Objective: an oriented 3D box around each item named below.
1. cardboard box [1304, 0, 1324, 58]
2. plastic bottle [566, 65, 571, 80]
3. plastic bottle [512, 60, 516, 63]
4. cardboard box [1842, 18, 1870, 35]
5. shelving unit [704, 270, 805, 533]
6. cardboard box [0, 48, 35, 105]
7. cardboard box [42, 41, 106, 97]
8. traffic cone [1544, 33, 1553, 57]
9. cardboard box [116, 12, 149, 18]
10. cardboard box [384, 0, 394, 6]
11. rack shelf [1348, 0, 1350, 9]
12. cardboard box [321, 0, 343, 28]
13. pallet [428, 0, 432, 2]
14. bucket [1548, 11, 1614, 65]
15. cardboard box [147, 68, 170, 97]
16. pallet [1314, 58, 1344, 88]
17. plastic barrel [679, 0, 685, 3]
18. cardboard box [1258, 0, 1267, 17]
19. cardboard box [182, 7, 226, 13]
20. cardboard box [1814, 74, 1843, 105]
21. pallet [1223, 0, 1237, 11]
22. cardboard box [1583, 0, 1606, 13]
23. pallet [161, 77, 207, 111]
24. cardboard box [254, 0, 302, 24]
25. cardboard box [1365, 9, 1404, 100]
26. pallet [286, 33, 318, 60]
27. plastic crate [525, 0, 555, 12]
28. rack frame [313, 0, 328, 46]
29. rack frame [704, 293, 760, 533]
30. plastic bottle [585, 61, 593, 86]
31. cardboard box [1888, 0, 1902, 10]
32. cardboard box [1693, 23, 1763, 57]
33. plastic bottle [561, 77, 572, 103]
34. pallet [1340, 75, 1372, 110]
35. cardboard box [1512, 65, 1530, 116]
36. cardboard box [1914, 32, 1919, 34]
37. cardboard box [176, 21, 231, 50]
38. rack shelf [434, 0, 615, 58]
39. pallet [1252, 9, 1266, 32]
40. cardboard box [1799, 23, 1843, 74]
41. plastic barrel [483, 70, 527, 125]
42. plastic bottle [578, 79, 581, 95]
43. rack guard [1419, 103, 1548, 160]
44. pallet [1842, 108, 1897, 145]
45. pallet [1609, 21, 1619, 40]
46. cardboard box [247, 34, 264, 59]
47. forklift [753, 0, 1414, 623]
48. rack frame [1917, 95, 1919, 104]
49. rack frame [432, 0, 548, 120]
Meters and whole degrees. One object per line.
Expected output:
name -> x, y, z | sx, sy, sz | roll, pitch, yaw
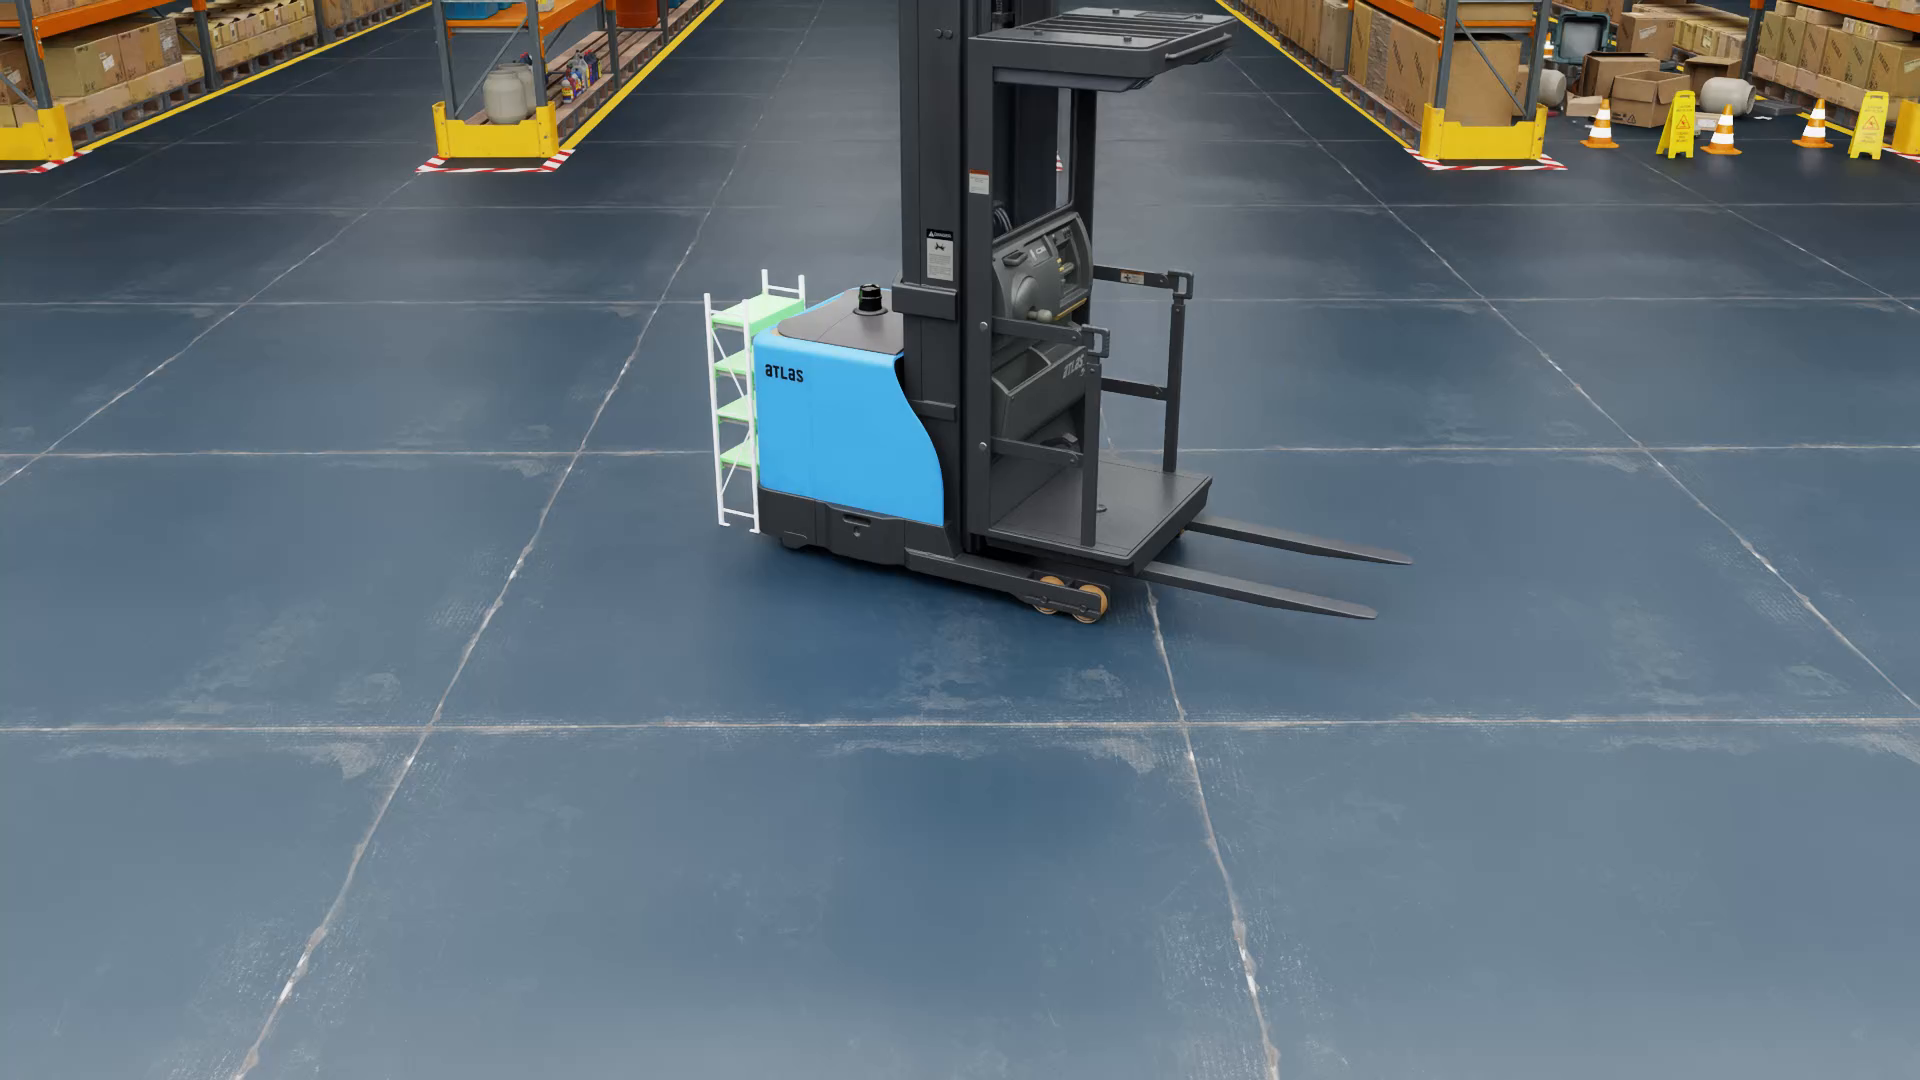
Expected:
cardboard box -> 5.121, -6.739, 21.730 | 1.050, 0.750, 0.750 | 0, 24, -1
plastic bottle -> -4.497, -5.335, 19.169 | 0.061, 0.283, 0.133 | 0, 24, -1
plastic bottle -> -5.089, -5.323, 19.059 | 0.144, 0.351, 0.185 | 0, 24, -1
cardboard box -> 9.875, -5.603, 18.128 | 0.380, 0.149, 0.250 | 1, 24, 2
shelving unit -> -0.996, -0.695, 8.330 | 0.258, 1.200, 0.503 | 12, 27, 25
cardboard box -> -9.902, -4.747, 17.024 | 0.500, 0.500, 0.500 | 0, 24, -1
cardboard box -> -9.390, -4.956, 17.484 | 0.500, 0.500, 0.500 | 0, 24, -1
traffic cone -> 7.756, -6.447, 21.943 | 0.336, 0.463, 0.334 | 0, 24, -1
cardboard box -> -9.950, -5.984, 19.757 | 0.500, 0.500, 0.500 | 0, 24, -1
cardboard box -> -9.441, -8.848, 26.673 | 0.500, 0.500, 0.500 | 0, 24, 0
rack shelf -> 5.202, -7.416, 21.880 | 1.077, 0.370, 4.000 | 0, 24, -1
cardboard box -> -9.405, -7.794, 24.343 | 0.500, 0.500, 0.500 | 1, 24, 2
pallet -> -9.752, -9.709, 29.460 | 1.003, 0.211, 1.213 | 0, 24, -1
bucket -> 7.531, -6.075, 20.170 | 0.726, 0.611, 0.620 | 8, 16, 18
cardboard box -> -9.403, -5.232, 19.006 | 0.500, 0.250, 0.500 | 0, 24, -1
pallet -> 5.140, -5.967, 21.186 | 1.003, 0.211, 1.213 | 0, 24, -1
plastic barrel -> -4.788, -9.224, 27.042 | 0.600, 0.901, 0.708 | 0, 24, -1
cardboard box -> 4.888, -8.322, 25.534 | 0.500, 0.500, 0.500 | -1, 24, -3
cardboard box -> -9.950, -6.883, 21.974 | 0.500, 0.311, 0.500 | -1, 24, -1
cardboard box -> 9.929, -5.035, 18.569 | 0.500, 0.250, 0.500 | -1, 24, -2
pallet -> 5.094, -9.222, 28.384 | 1.003, 0.211, 1.213 | 0, 24, -1
cardboard box -> 10.199, -8.507, 25.489 | 0.875, 0.875, 0.875 | 0, 24, 0
pallet -> -9.676, -5.297, 19.707 | 1.003, 0.211, 1.213 | 0, 24, -1
cardboard box -> -9.422, -7.309, 22.918 | 0.500, 0.311, 0.500 | -1, 24, -1
cardboard box -> 5.175, -5.512, 18.866 | 0.875, 0.875, 0.875 | 0, 24, 0
pallet -> -9.716, -6.934, 23.326 | 1.003, 0.211, 1.213 | 0, 24, -1
plastic crate -> -4.334, -5.518, 17.131 | 0.298, 0.136, 0.250 | 0, 24, -1
rack frame -> -9.686, -8.544, 23.501 | 1.000, 3.000, 0.127 | 0, 24, -1
rack frame -> -1.110, -0.606, 8.133 | 0.240, 1.200, 0.015 | 12, 27, 25
plastic bottle -> -4.349, -5.469, 19.465 | 0.061, 0.283, 0.133 | 1, 24, 3
cardboard box -> 9.903, -5.583, 17.260 | 0.380, 0.149, 0.250 | -1, 24, -1
cardboard box -> 10.153, -6.490, 21.638 | 0.950, 0.372, 0.625 | 1, 24, 3
plastic bottle -> -4.354, -4.974, 18.385 | 0.097, 0.271, 0.097 | 0, 24, 0
pallet -> 5.154, -5.335, 19.790 | 1.003, 0.211, 1.213 | 0, 24, -1
cardboard box -> 6.267, -5.147, 19.020 | 0.500, 0.500, 0.500 | 4, 25, 9
cardboard box -> 10.476, -5.381, 18.424 | 0.500, 0.500, 0.500 | 0, 24, 0
cardboard box -> -9.398, -6.261, 20.600 | 0.500, 0.311, 0.500 | 0, 24, 0
rack shelf -> -4.668, -5.765, 18.229 | 1.077, 0.370, 4.000 | 0, 24, -1
pallet -> 5.163, -8.121, 25.949 | 1.003, 0.211, 1.213 | 0, 24, -1
cardboard box -> 9.931, -5.585, 18.876 | 0.500, 0.500, 0.500 | 1, 24, 2
plastic barrel -> -4.729, -4.597, 17.283 | 0.421, 0.512, 0.421 | 0, 24, 0
plastic bottle -> -4.360, -5.166, 18.893 | 0.097, 0.201, 0.097 | 0, 24, 0
rack guard -> 5.268, -4.122, 16.758 | 1.175, 0.500, 0.348 | 0, 24, -1
pallet -> 10.242, -4.431, 17.791 | 1.003, 0.211, 1.213 | 0, 24, -1
pallet -> 10.196, -7.686, 24.989 | 1.003, 0.211, 1.213 | 0, 24, -1
cardboard box -> -9.412, -6.426, 21.645 | 0.500, 0.250, 0.500 | -1, 24, -2
forklift -> 0.558, -1.215, 7.379 | 3.031, 2.935, 1.130 | 12, 27, 25
rack frame -> 10.216, -5.335, 16.406 | 1.000, 3.000, 0.127 | 0, 24, -1
rack frame -> -4.646, -5.268, 16.258 | 1.000, 3.000, 0.127 | 0, 24, -1
